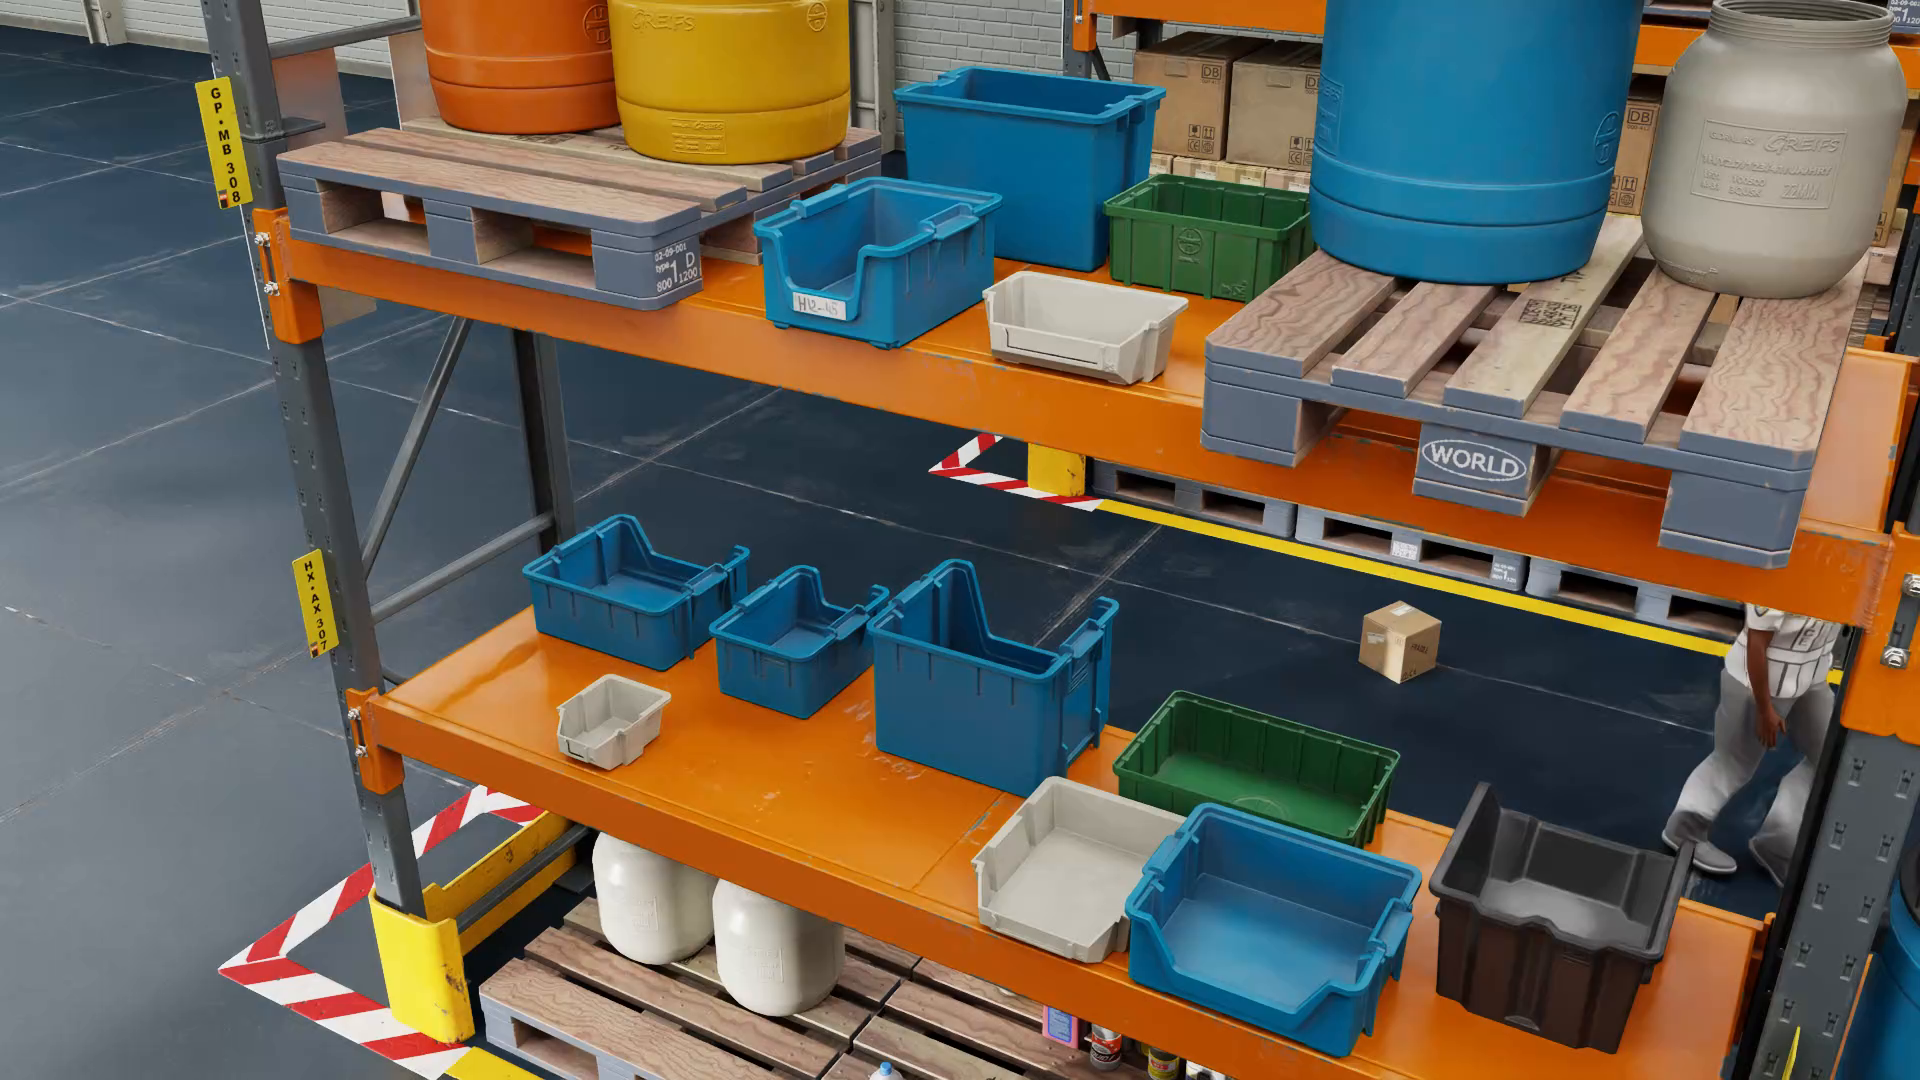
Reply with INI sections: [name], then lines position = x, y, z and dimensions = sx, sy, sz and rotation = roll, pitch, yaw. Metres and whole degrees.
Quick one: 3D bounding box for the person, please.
[person]
position = 2.964, 0.543, 6.037
dimensions = 0.485, 1.755, 0.518
rotation = -19, 32, -33
